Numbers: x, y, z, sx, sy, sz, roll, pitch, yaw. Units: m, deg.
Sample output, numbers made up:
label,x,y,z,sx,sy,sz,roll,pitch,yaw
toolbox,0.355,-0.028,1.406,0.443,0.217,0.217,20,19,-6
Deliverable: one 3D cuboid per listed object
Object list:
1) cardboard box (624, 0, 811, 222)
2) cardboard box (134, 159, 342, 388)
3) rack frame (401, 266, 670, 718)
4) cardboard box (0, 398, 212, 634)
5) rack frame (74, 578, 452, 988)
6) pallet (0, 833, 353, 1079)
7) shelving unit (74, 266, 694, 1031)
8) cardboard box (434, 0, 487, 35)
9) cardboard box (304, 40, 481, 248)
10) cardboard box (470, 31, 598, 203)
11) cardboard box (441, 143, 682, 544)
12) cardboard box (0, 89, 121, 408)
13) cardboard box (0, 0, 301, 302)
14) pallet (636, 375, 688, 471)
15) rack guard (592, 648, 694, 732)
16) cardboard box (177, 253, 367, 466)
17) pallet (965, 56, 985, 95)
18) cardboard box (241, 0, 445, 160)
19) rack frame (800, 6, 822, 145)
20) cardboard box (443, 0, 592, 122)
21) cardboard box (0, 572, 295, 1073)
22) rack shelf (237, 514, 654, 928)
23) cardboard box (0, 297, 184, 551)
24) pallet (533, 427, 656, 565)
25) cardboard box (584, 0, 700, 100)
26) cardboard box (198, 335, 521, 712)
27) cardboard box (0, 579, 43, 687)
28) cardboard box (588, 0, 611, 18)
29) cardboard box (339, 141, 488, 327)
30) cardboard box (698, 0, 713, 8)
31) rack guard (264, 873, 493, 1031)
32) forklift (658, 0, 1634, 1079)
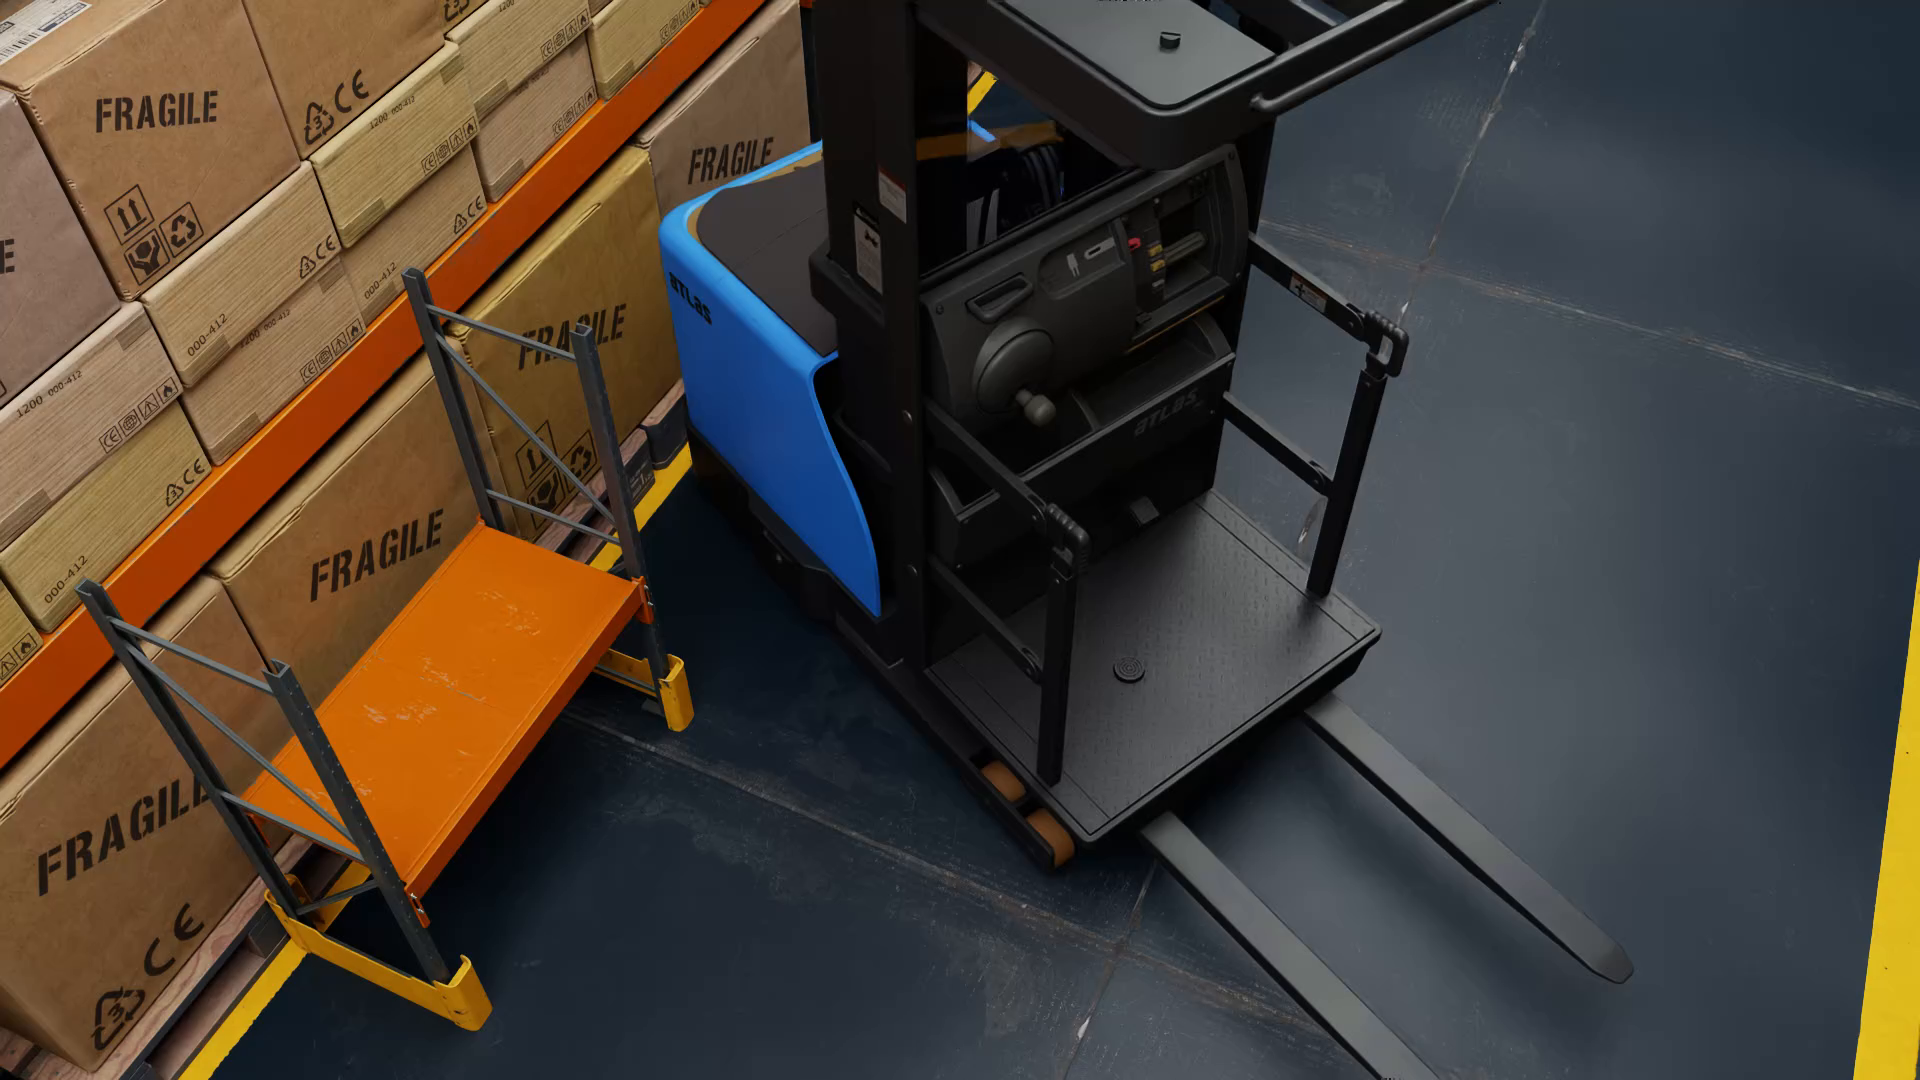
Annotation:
label,x,y,z,sx,sy,sz,roll,pitch,yaw
cardboard box,-1.098,-1.318,5.522,0.875,0.875,0.875,21,53,17
cardboard box,-1.728,-0.646,3.600,0.500,0.250,0.500,20,52,16
rack frame,-1.046,-0.053,4.310,0.500,1.500,0.032,20,52,16
cardboard box,-1.974,-0.135,3.494,0.500,0.250,0.500,18,52,15
rack frame,-1.475,0.649,3.713,0.500,1.500,0.032,20,52,16
pallet,-2.209,0.816,4.417,1.003,0.211,1.213,20,52,16
shelving unit,-1.256,0.292,4.017,0.587,1.500,1.083,20,52,16
cardboard box,-1.318,-1.590,3.911,0.500,0.500,0.500,21,53,17
cardboard box,-1.500,-0.991,3.894,0.500,0.250,0.500,21,53,17
cardboard box,-1.320,-1.193,4.394,0.500,0.250,0.500,19,52,15
cardboard box,-1.477,-0.694,4.990,0.875,0.875,0.875,21,53,17
cardboard box,-1.979,-0.531,3.010,0.500,0.500,0.500,20,52,16
cardboard box,-1.744,-0.882,3.309,0.500,0.500,0.500,21,53,17
pallet,-1.167,-0.864,5.847,1.003,0.211,1.213,20,52,16
rack guard,-1.046,0.353,4.785,0.587,0.250,0.087,20,52,16
cardboard box,-1.745,-0.495,3.800,0.500,0.250,0.500,21,53,17
pallet,-0.510,-1.918,6.744,1.003,0.211,1.213,20,52,16
cardboard box,-1.525,-1.228,3.603,0.500,0.500,0.500,21,53,17
rack frame,-0.905,-2.324,5.258,1.000,3.000,0.127,20,52,16
cardboard box,-1.296,-1.349,4.199,0.500,0.250,0.500,21,53,17
cardboard box,-2.244,0.534,3.945,0.875,0.875,0.875,19,52,16
rack shelf,-1.260,0.415,4.148,0.538,0.185,1.000,20,52,16
cardboard box,-1.953,-0.307,3.312,0.500,0.250,0.500,21,53,17
pallet,-1.687,-0.021,5.129,1.003,0.211,1.213,20,52,16
cardboard box,-1.088,-1.534,4.684,0.500,0.250,0.500,19,52,16
cardboard box,-1.859,-0.078,4.467,0.875,0.875,0.875,20,53,17
cardboard box,-2.178,0.224,3.188,0.500,0.250,0.500,19,52,15
cardboard box,-1.081,-1.708,4.504,0.500,0.250,0.500,21,53,17
cardboard box,-1.537,-0.836,4.090,0.500,0.250,0.500,20,52,16
cardboard box,-0.869,-1.884,4.982,0.500,0.250,0.500,19,52,15
rack guard,-1.466,1.041,4.200,0.587,0.250,0.087,20,52,16
forklift,0.449,-0.500,3.751,1.130,2.935,3.031,-31,56,-24
